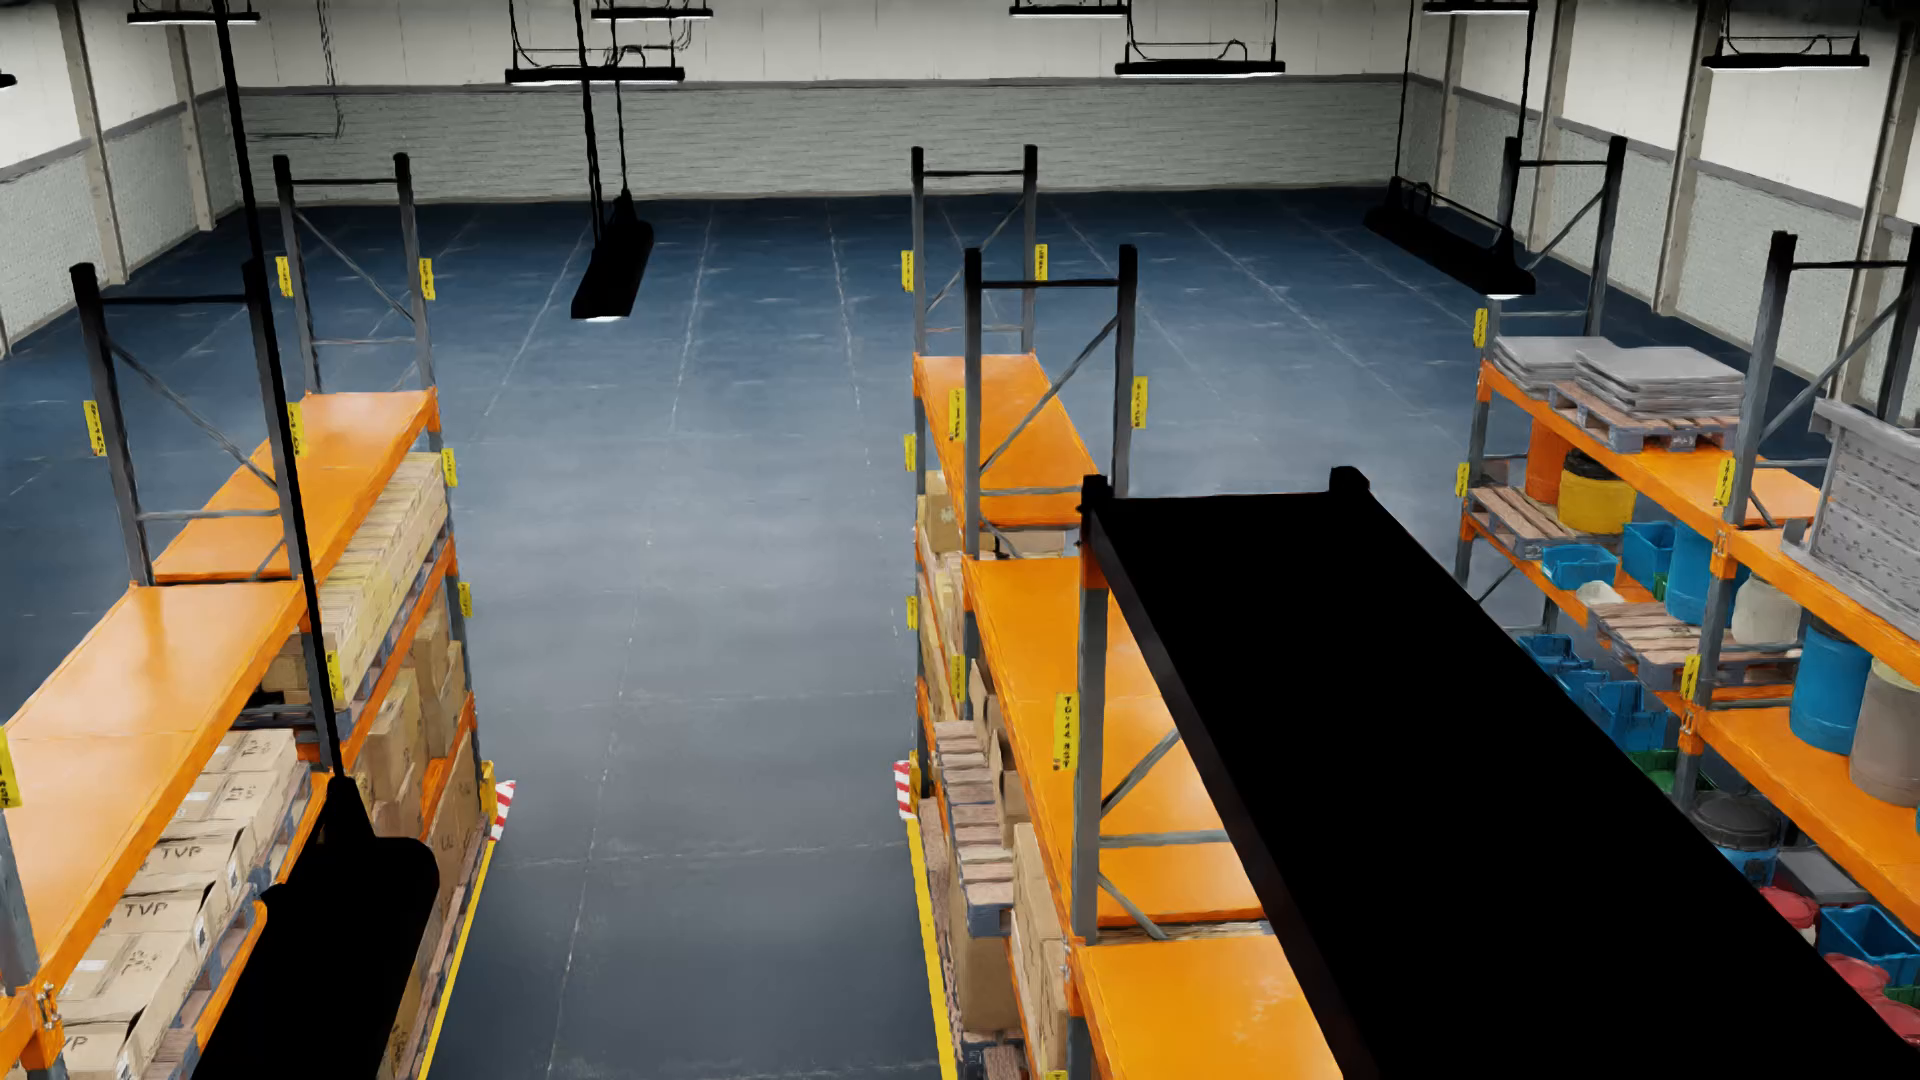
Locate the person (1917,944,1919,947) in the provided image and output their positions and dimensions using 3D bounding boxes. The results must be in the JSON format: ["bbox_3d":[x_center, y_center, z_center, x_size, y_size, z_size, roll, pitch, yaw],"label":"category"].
[{"bbox_3d":[8.050,2.655,12.788,0.655,1.564,0.824,-9,23,-21],"label":"person"}]
